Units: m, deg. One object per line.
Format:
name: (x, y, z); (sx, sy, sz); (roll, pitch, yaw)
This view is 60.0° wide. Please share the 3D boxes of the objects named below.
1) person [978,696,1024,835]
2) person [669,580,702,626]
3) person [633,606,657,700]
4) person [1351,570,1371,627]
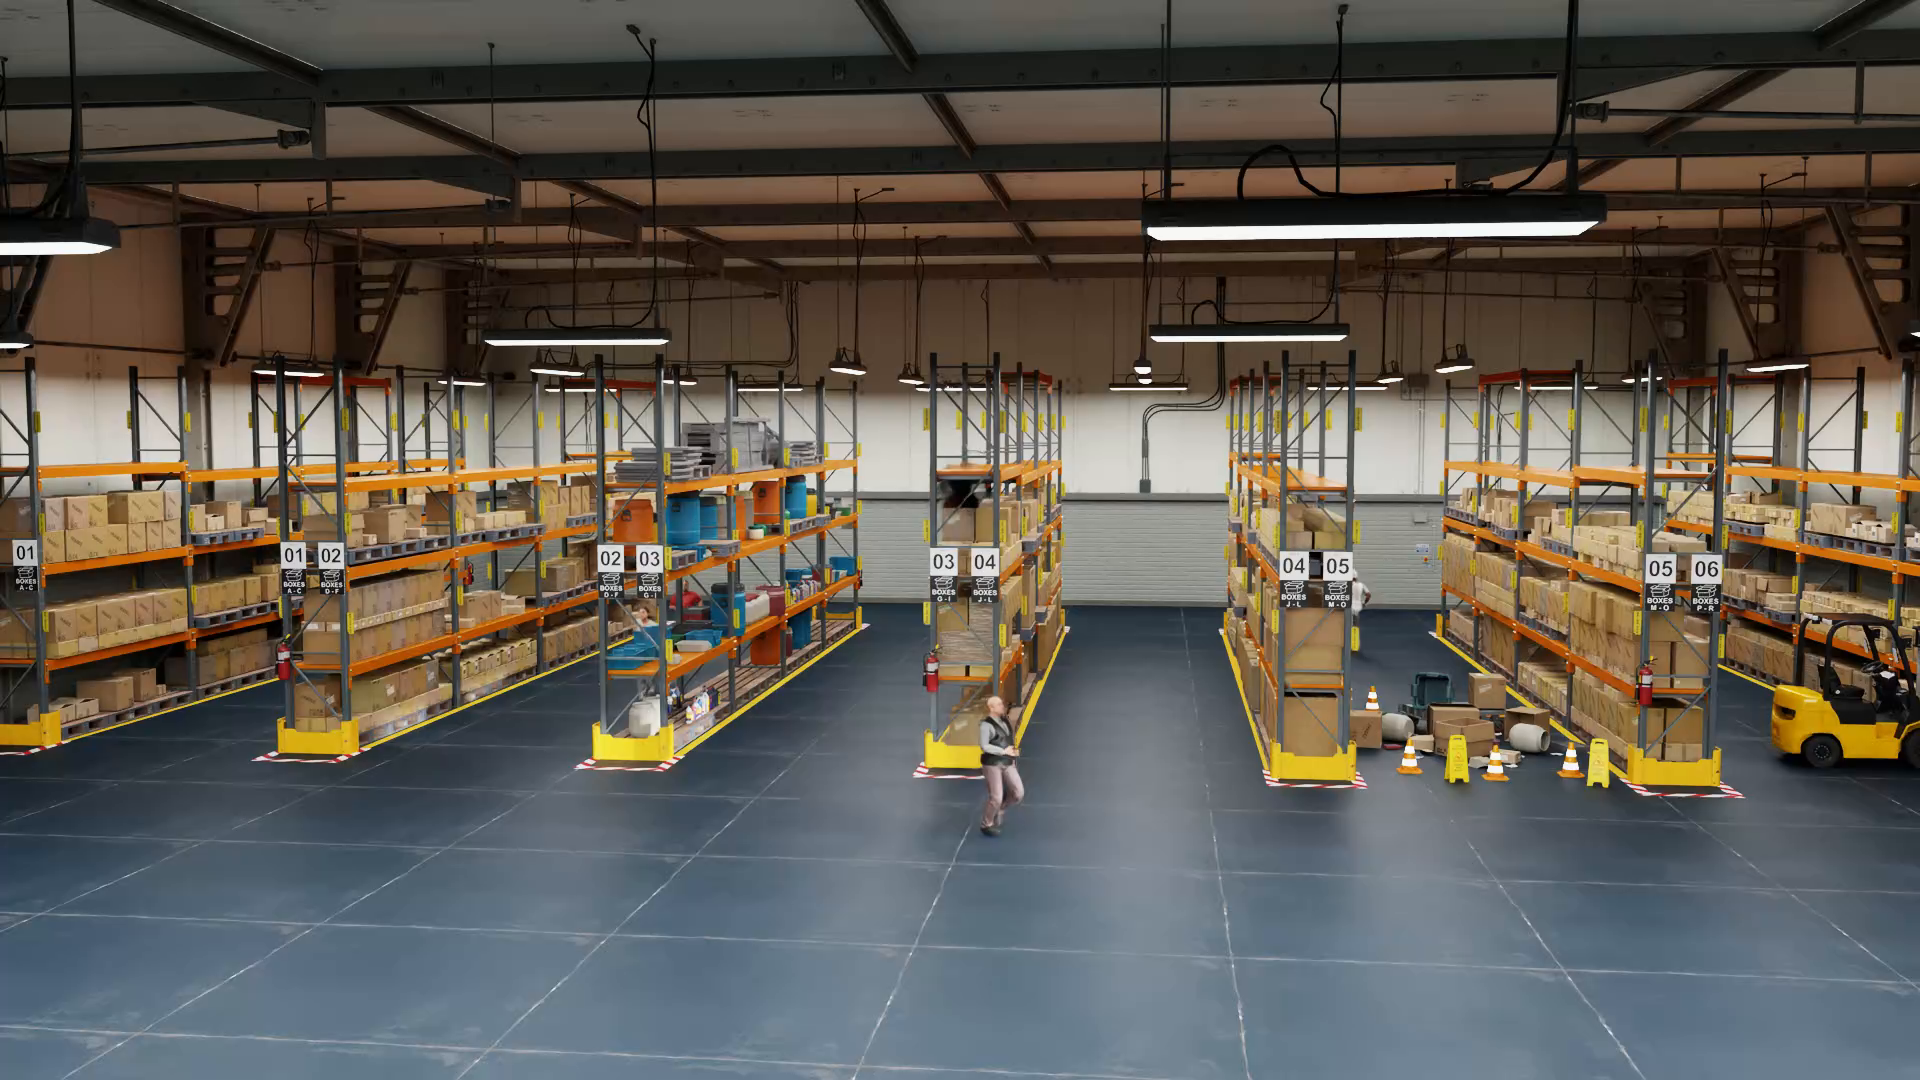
person: (0.501, 2.731, 20.116); (0.603, 1.682, 0.643); (3, 5, 40)
person: (-5.670, 1.716, 34.285); (0.642, 1.787, 0.763); (0, 4, 2)
person: (-5.715, 2.035, 30.277); (0.586, 1.695, 0.834); (1, 4, 10)
person: (8.582, 1.551, 36.347); (0.682, 1.785, 0.941); (0, 4, -2)
